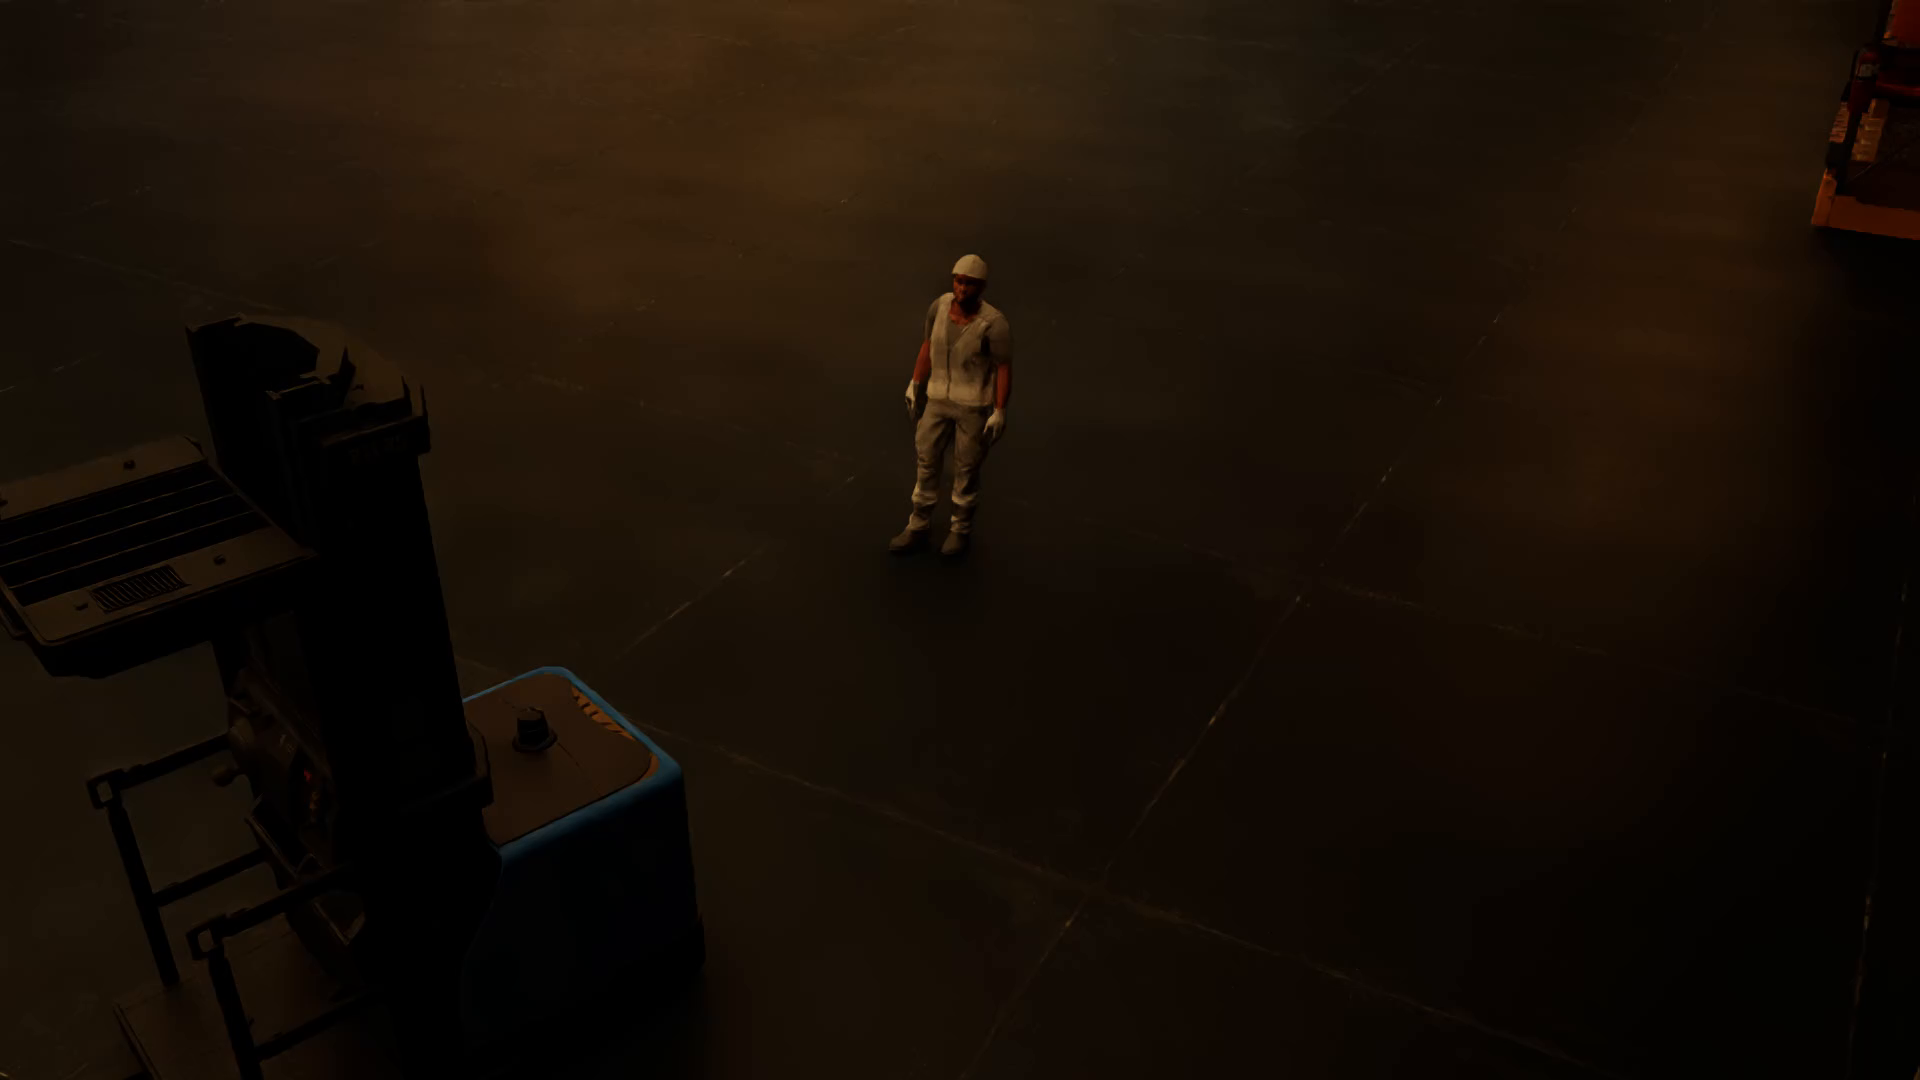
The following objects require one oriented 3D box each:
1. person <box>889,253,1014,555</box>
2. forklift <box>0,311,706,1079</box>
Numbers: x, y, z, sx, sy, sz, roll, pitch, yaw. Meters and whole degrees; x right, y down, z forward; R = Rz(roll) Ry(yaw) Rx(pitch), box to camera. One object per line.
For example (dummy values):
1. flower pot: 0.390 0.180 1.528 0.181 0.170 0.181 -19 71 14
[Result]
1. person: -0.048 -0.748 9.496 0.637 1.787 0.563 15 33 25
2. forklift: -2.492 0.829 5.634 3.031 2.935 1.130 -24 37 -35
